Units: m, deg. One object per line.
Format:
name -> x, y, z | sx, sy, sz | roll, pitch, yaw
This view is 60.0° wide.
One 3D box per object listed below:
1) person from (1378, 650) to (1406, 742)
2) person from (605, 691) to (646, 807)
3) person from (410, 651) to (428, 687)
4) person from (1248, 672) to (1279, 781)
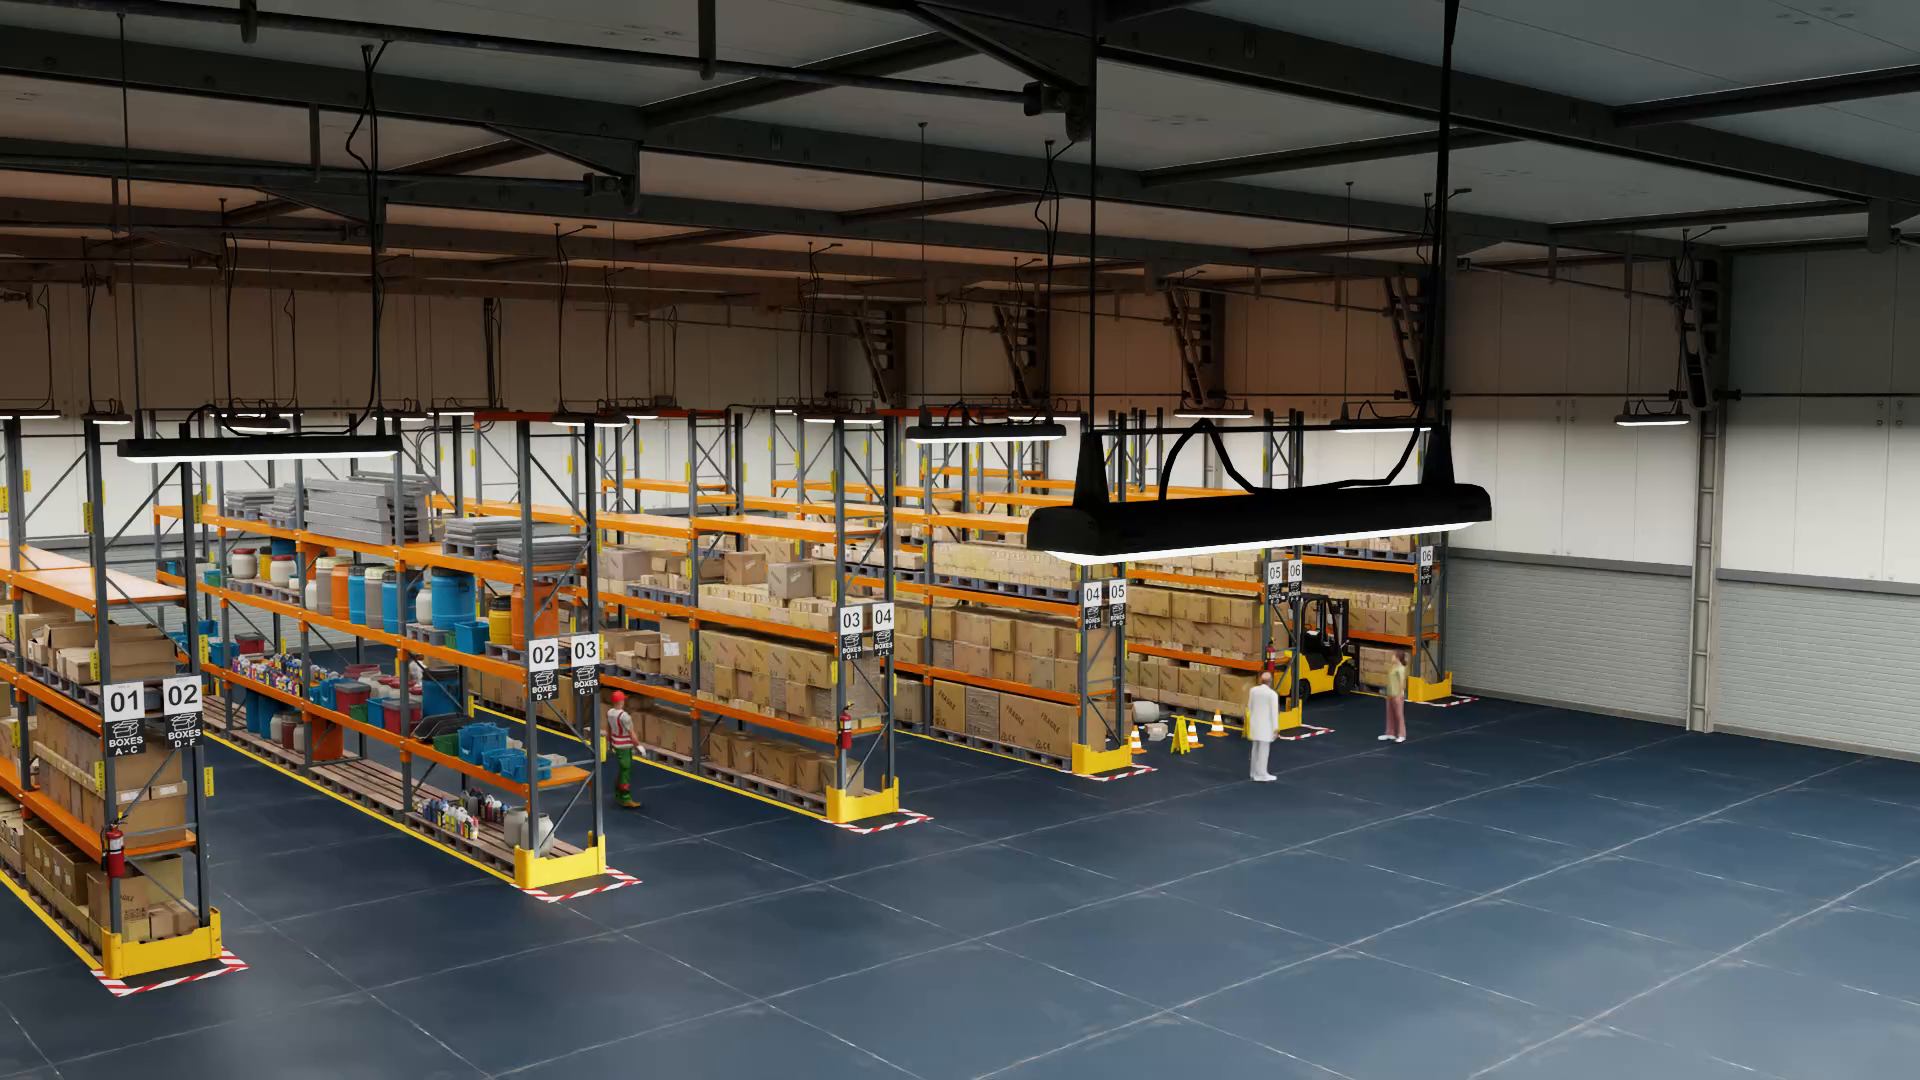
person -> 7.933, 2.834, 30.300 | 0.393, 1.675, 0.540 | -2, 5, -21
person -> -5.152, 3.210, 25.568 | 0.562, 1.832, 0.639 | -2, 5, -24
person -> -9.897, 2.802, 30.668 | 0.557, 1.669, 0.418 | 3, 6, 34
person -> 4.992, 3.051, 27.234 | 0.446, 1.794, 0.627 | -4, 6, -38
